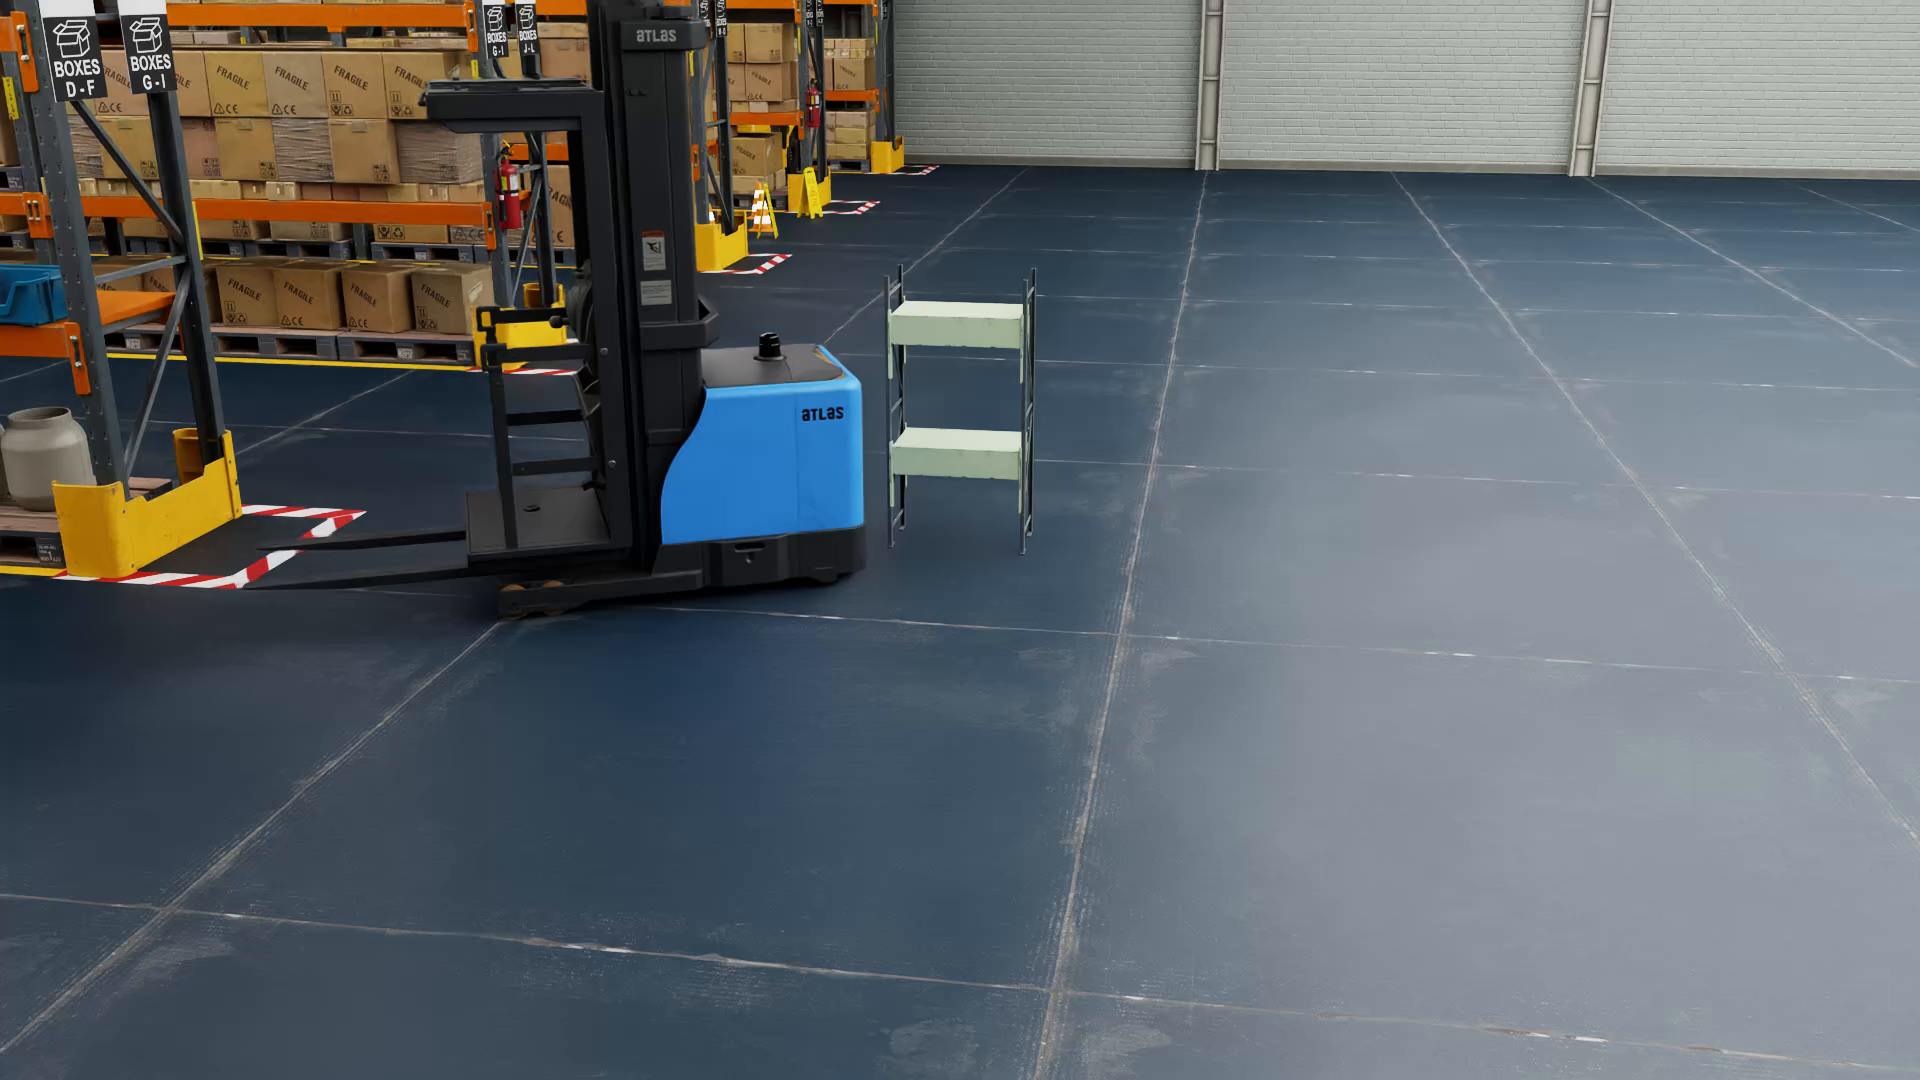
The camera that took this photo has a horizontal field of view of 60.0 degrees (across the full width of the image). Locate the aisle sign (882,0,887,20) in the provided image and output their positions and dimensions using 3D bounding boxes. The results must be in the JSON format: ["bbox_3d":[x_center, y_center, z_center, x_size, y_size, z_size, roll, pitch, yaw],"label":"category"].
[{"bbox_3d":[-1.216,-8.769,26.687,0.004,0.787,0.394,3,19,9],"label":"aisle sign"}]

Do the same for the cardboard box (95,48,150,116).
[{"bbox_3d":[-6.641,-3.709,13.458,0.500,0.500,0.500,3,19,9],"label":"cardboard box"}]

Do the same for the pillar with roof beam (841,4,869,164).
[{"bbox_3d":[-2.461,-9.445,23.351,0.400,9.000,9.100,3,19,9],"label":"pillar with roof beam"}]

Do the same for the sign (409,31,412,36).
[{"bbox_3d":[-9.209,-8.375,27.908,0.005,0.325,0.100,3,19,9],"label":"sign"}]

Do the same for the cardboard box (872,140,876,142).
[{"bbox_3d":[-1.688,-6.613,28.012,0.500,0.250,0.500,3,19,9],"label":"cardboard box"}]

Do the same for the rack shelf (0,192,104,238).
[{"bbox_3d":[-9.513,-2.933,14.474,4.000,0.370,1.077,3,19,9],"label":"rack shelf"}]

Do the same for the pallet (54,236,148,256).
[{"bbox_3d":[-9.835,-3.538,19.543,1.213,0.211,1.003,3,19,9],"label":"pallet"}]

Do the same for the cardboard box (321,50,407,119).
[{"bbox_3d":[-4.666,-3.608,13.157,0.500,0.500,0.500,3,19,9],"label":"cardboard box"}]

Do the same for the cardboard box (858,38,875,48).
[{"bbox_3d":[-1.532,-8.212,27.469,0.250,0.149,0.380,3,19,8],"label":"cardboard box"}]

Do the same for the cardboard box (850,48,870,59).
[{"bbox_3d":[-1.621,-7.916,27.056,0.250,0.149,0.380,3,19,9],"label":"cardboard box"}]

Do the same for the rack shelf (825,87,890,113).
[{"bbox_3d":[-3.209,-7.391,27.800,4.000,0.370,1.077,3,19,9],"label":"rack shelf"}]

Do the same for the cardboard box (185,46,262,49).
[{"bbox_3d":[-6.063,-3.849,13.878,0.500,0.500,0.500,3,19,9],"label":"cardboard box"}]

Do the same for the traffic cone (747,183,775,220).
[{"bbox_3d":[-2.647,-4.491,21.996,0.334,0.463,0.336,3,19,9],"label":"traffic cone"}]

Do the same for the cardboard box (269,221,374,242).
[{"bbox_3d":[-7.279,-3.857,18.988,0.750,0.750,1.050,3,19,8],"label":"cardboard box"}]

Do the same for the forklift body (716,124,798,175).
[{"bbox_3d":[-3.396,-6.753,26.097,1.214,2.155,2.313,3,19,9],"label":"forklift body"}]

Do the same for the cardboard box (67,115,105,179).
[{"bbox_3d":[-7.104,-3.320,13.871,0.500,0.500,0.875,3,19,9],"label":"cardboard box"}]

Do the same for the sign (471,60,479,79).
[{"bbox_3d":[-3.697,-3.498,12.707,0.005,0.325,0.100,3,19,9],"label":"sign"}]

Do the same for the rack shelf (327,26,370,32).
[{"bbox_3d":[-8.627,-5.904,18.627,4.000,0.370,1.077,3,19,9],"label":"rack shelf"}]

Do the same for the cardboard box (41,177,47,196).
[{"bbox_3d":[-7.374,-2.949,13.785,0.250,0.149,0.380,3,19,9],"label":"cardboard box"}]

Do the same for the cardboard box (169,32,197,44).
[{"bbox_3d":[-10.976,-6.968,23.668,0.500,0.500,0.500,3,19,10],"label":"cardboard box"}]

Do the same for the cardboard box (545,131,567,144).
[{"bbox_3d":[-4.156,-4.685,18.340,0.550,0.550,0.875,3,19,9],"label":"cardboard box"}]

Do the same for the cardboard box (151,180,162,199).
[{"bbox_3d":[-6.390,-2.893,13.619,0.250,0.149,0.380,3,19,9],"label":"cardboard box"}]

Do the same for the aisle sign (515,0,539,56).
[{"bbox_3d":[-3.481,-4.296,13.317,0.004,0.787,0.394,3,19,9],"label":"aisle sign"}]

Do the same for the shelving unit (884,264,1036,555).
[{"bbox_3d":[0.007,-0.711,9.064,0.755,1.500,0.431,3,19,9],"label":"shelving unit"}]

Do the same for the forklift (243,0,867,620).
[{"bbox_3d":[-2.059,-1.187,8.232,3.031,2.935,1.130,-5,19,-16],"label":"forklift"}]

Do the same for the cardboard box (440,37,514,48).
[{"bbox_3d":[-5.221,-5.214,18.222,0.550,0.550,0.875,3,19,9],"label":"cardboard box"}]

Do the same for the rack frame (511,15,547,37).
[{"bbox_3d":[-5.967,-6.278,23.338,0.127,3.000,1.000,3,19,9],"label":"rack frame"}]

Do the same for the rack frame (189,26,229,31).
[{"bbox_3d":[-13.082,-8.236,29.190,0.127,3.000,1.000,3,19,9],"label":"rack frame"}]

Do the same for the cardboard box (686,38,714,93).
[{"bbox_3d":[-3.063,-5.135,17.984,0.550,0.550,0.875,3,19,9],"label":"cardboard box"}]

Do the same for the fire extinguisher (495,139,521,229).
[{"bbox_3d":[-3.549,-2.785,13.021,0.183,0.674,0.296,3,19,9],"label":"fire extinguisher"}]

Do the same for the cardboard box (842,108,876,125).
[{"bbox_3d":[-1.678,-7.085,27.845,0.500,0.250,0.500,3,19,8],"label":"cardboard box"}]

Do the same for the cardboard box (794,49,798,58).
[{"bbox_3d":[-2.638,-7.967,27.207,0.250,0.149,0.380,2,19,7],"label":"cardboard box"}]

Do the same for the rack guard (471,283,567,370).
[{"bbox_3d":[-3.664,-1.790,13.866,0.348,0.500,1.175,3,19,9],"label":"rack guard"}]

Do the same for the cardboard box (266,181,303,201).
[{"bbox_3d":[-5.401,-2.845,13.475,0.250,0.149,0.380,3,19,9],"label":"cardboard box"}]

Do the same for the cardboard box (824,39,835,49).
[{"bbox_3d":[-2.132,-8.087,27.097,0.250,0.149,0.380,3,19,10],"label":"cardboard box"}]

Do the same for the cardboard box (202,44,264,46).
[{"bbox_3d":[-8.150,-5.318,18.735,0.500,0.500,0.700,3,19,9],"label":"cardboard box"}]

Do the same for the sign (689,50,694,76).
[{"bbox_3d":[-2.803,-5.013,17.359,0.005,0.325,0.100,3,19,9],"label":"sign"}]

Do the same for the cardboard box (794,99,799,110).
[{"bbox_3d":[-2.320,-6.039,23.021,0.250,0.149,0.380,3,19,9],"label":"cardboard box"}]

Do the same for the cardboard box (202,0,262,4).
[{"bbox_3d":[-5.601,-4.344,13.068,0.500,0.250,0.500,3,19,8],"label":"cardboard box"}]

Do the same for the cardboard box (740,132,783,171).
[{"bbox_3d":[-2.794,-5.456,23.371,0.500,0.500,0.500,2,19,7],"label":"cardboard box"}]

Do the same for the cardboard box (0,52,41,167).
[{"bbox_3d":[-8.301,-3.741,14.148,1.000,1.000,1.000,3,19,9],"label":"cardboard box"}]

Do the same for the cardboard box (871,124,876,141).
[{"bbox_3d":[-1.665,-6.853,27.940,0.500,0.250,0.500,3,19,10],"label":"cardboard box"}]

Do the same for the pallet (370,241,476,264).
[{"bbox_3d":[-5.914,-3.337,18.943,1.213,0.211,1.003,3,19,9],"label":"pallet"}]

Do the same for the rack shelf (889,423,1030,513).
[{"bbox_3d":[0.007,-0.402,9.168,0.720,0.370,0.431,3,19,9],"label":"rack shelf"}]

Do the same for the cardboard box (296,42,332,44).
[{"bbox_3d":[-8.993,-6.748,23.454,0.500,0.500,0.500,4,19,11],"label":"cardboard box"}]

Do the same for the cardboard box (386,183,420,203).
[{"bbox_3d":[-4.405,-2.812,13.375,0.250,0.149,0.380,3,19,9],"label":"cardboard box"}]

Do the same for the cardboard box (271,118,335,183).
[{"bbox_3d":[-5.128,-3.223,13.582,0.500,0.500,0.875,3,19,9],"label":"cardboard box"}]

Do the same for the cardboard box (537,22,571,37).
[{"bbox_3d":[-5.567,-6.850,22.847,0.500,0.500,0.700,3,19,8],"label":"cardboard box"}]

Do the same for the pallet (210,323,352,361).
[{"bbox_3d":[-5.662,-1.767,14.253,1.213,0.211,1.003,3,19,9],"label":"pallet"}]

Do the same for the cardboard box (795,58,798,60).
[{"bbox_3d":[-2.778,-7.676,27.361,0.500,0.500,0.500,3,19,8],"label":"cardboard box"}]

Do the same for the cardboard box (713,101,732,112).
[{"bbox_3d":[-3.197,-5.910,22.636,0.250,0.149,0.380,3,19,10],"label":"cardboard box"}]

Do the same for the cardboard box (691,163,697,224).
[{"bbox_3d":[-3.383,-3.726,18.397,0.875,0.875,0.875,3,19,9],"label":"cardboard box"}]

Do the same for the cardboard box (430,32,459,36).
[{"bbox_3d":[-7.141,-6.956,23.055,0.250,0.149,0.380,2,19,7],"label":"cardboard box"}]

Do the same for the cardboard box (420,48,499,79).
[{"bbox_3d":[-4.089,-3.748,13.574,0.500,0.500,0.500,3,19,9],"label":"cardboard box"}]

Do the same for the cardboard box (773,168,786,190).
[{"bbox_3d":[-2.770,-5.099,23.487,0.500,0.250,0.500,3,19,8],"label":"cardboard box"}]

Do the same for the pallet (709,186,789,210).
[{"bbox_3d":[-2.889,-4.810,23.346,1.213,0.211,1.003,3,19,9],"label":"pallet"}]

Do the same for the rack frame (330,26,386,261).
[{"bbox_3d":[-6.652,-4.722,18.688,0.127,3.000,1.000,3,19,9],"label":"rack frame"}]

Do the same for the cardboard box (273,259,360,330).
[{"bbox_3d":[-5.414,-2.079,14.067,0.500,0.500,0.500,5,19,14],"label":"cardboard box"}]
